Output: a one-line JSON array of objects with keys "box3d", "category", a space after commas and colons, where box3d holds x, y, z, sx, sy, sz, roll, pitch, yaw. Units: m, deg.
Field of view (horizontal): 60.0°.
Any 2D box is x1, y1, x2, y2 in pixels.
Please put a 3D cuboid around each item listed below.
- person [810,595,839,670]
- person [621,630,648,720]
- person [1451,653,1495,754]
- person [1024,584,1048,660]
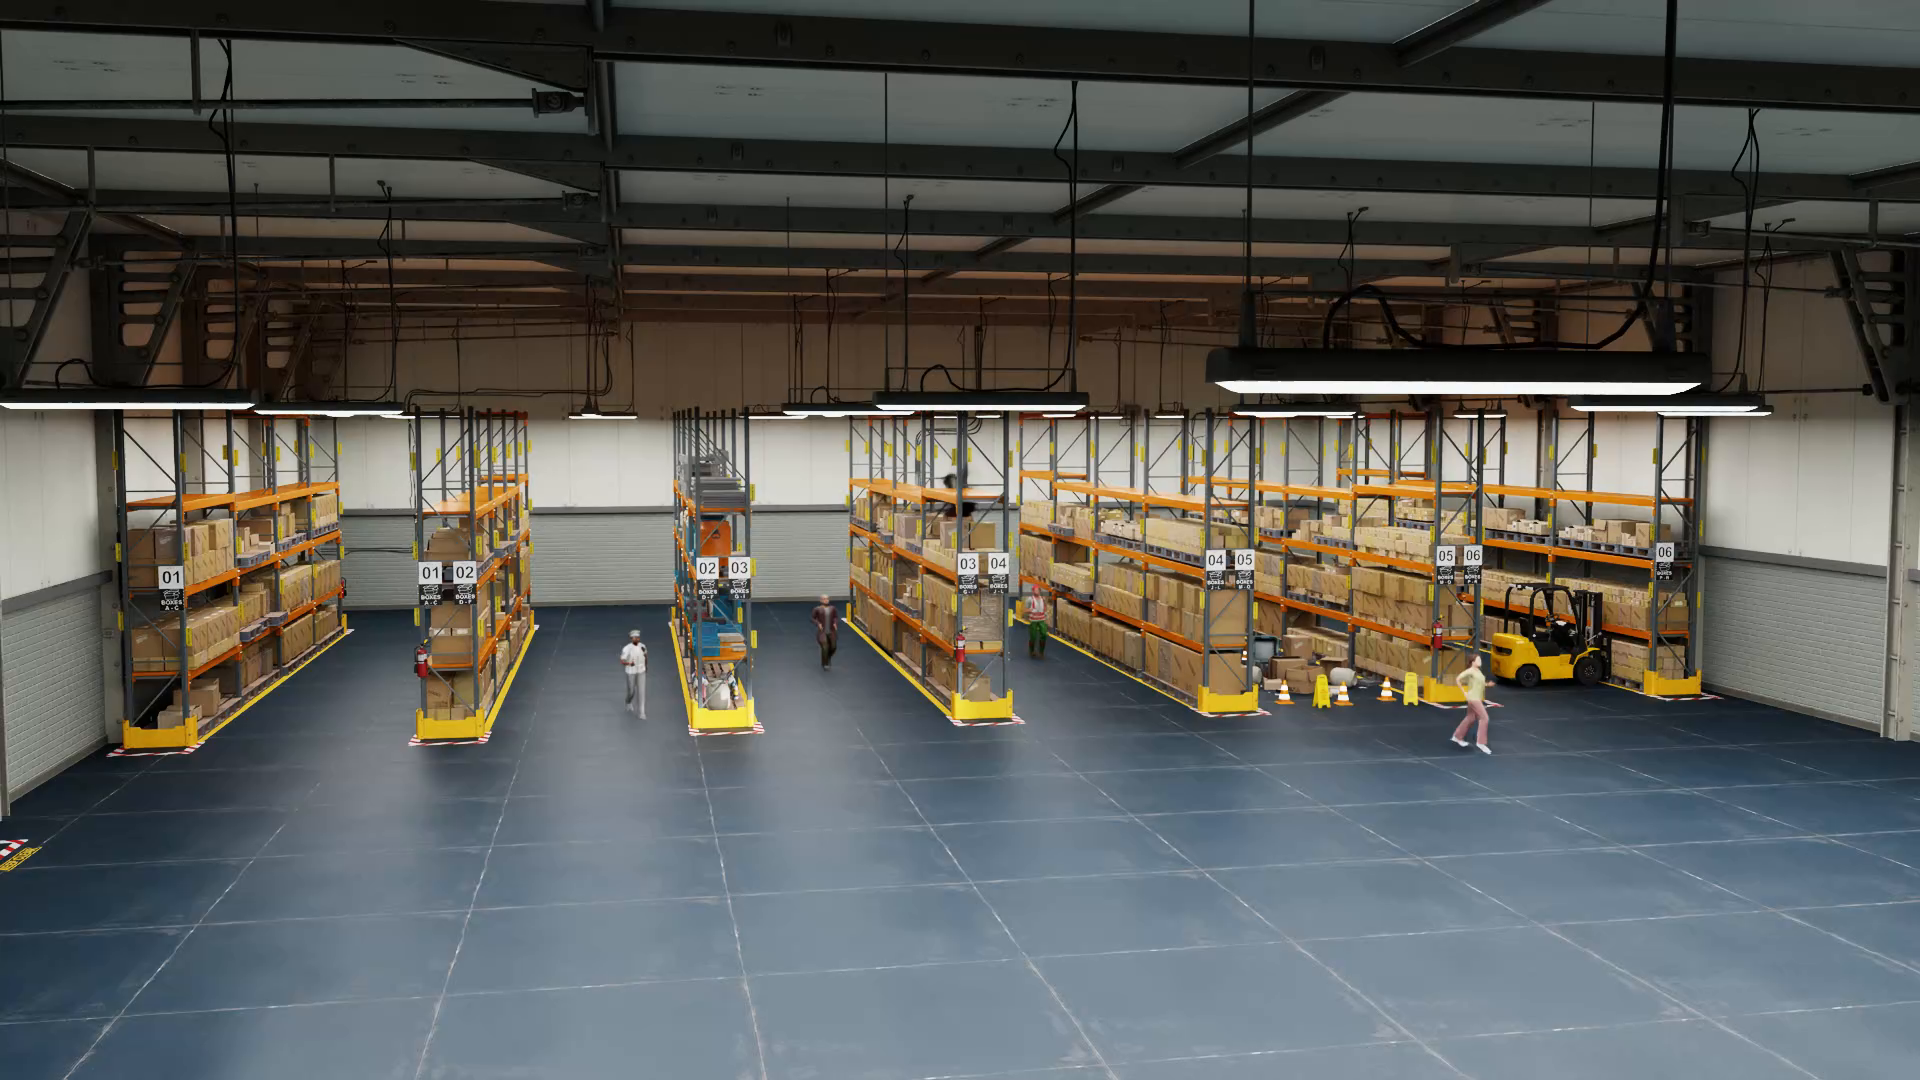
[{"box3d": [-3.092, 2.126, 38.381, 0.705, 1.727, 0.660, -2, 4, -22], "category": "person"}, {"box3d": [-6.281, 2.578, 32.181, 0.581, 1.699, 0.920, -2, 5, -26], "category": "person"}, {"box3d": [8.924, 2.825, 28.939, 0.752, 1.723, 0.549, 3, 5, 33], "category": "person"}, {"box3d": [1.854, 1.986, 40.113, 0.630, 1.836, 0.764, -1, 4, -16], "category": "person"}]
